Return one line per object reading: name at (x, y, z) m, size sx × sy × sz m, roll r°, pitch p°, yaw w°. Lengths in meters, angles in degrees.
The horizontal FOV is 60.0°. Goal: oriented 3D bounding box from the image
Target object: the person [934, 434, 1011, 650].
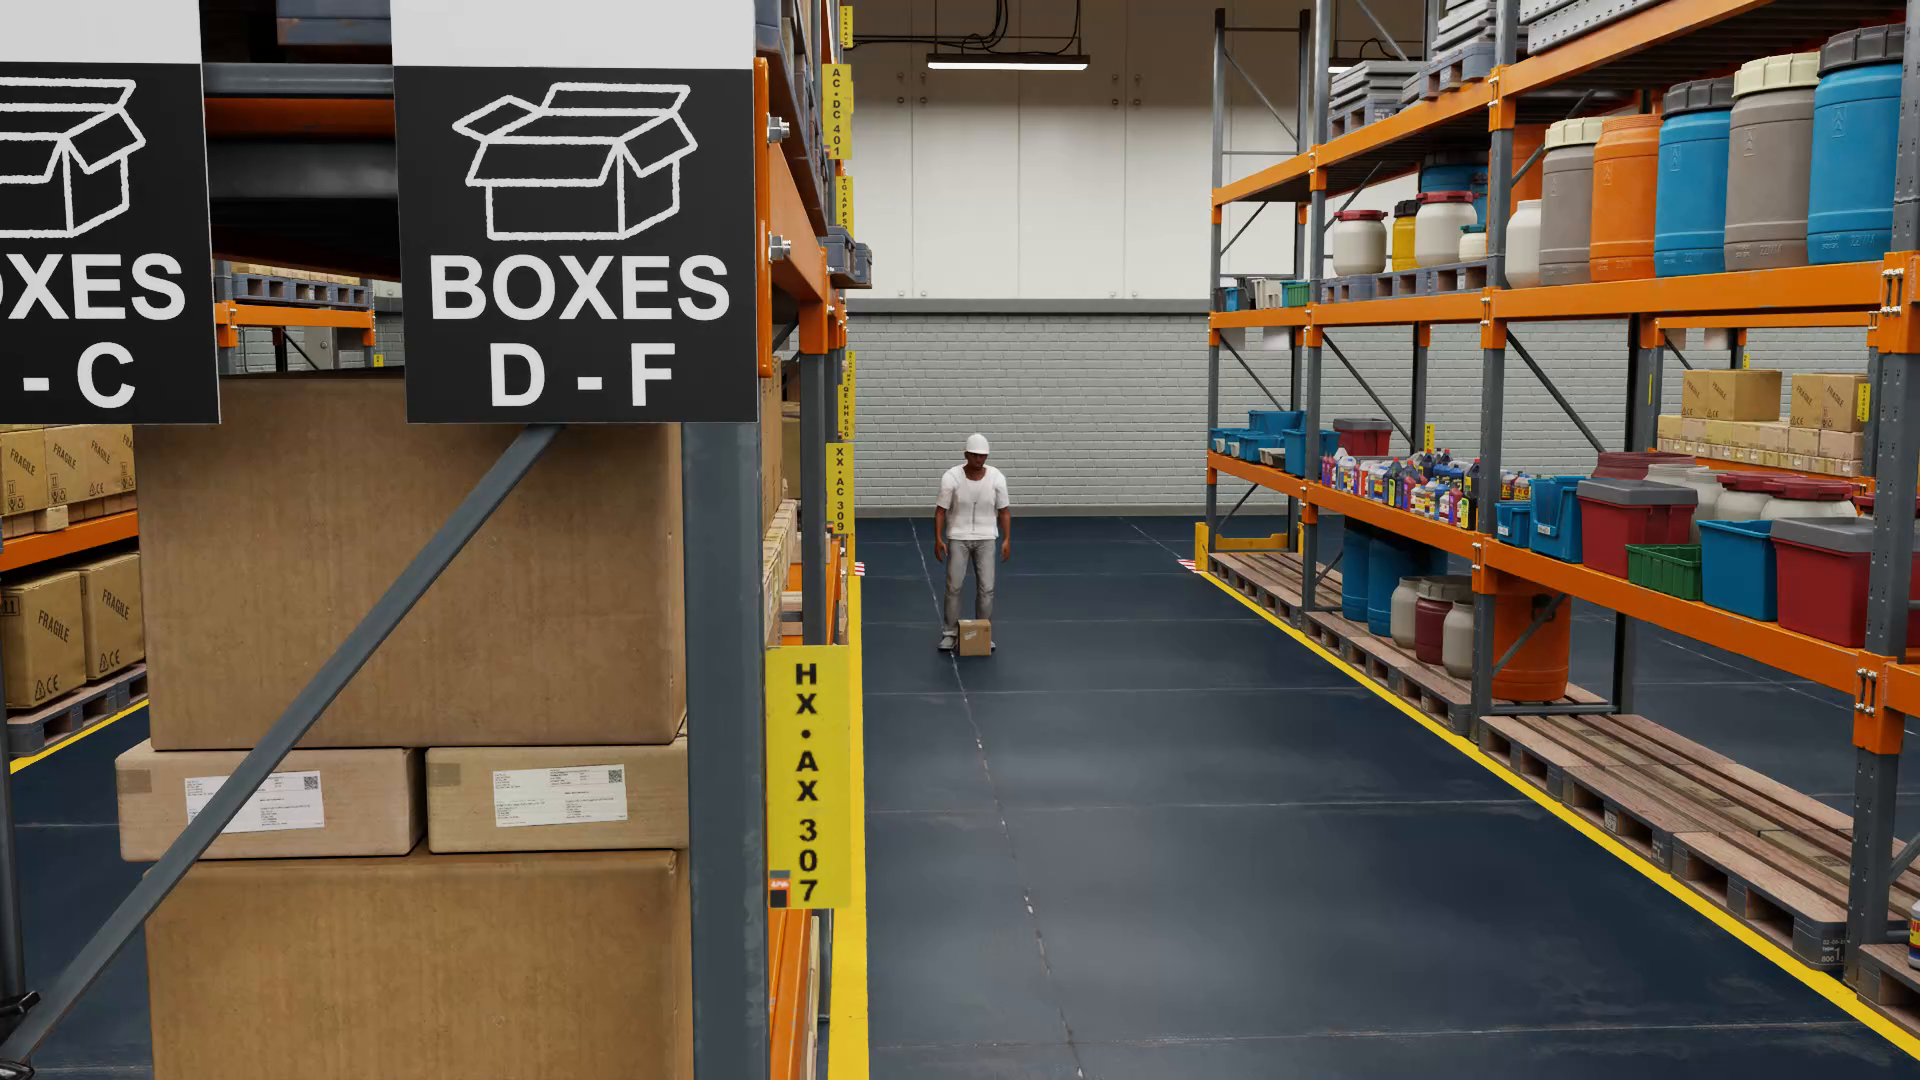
person at (0.105, 0.012, 13.565) m, size 0.635 × 1.760 × 0.458 m, roll -1°, pitch 7°, yaw -6°
